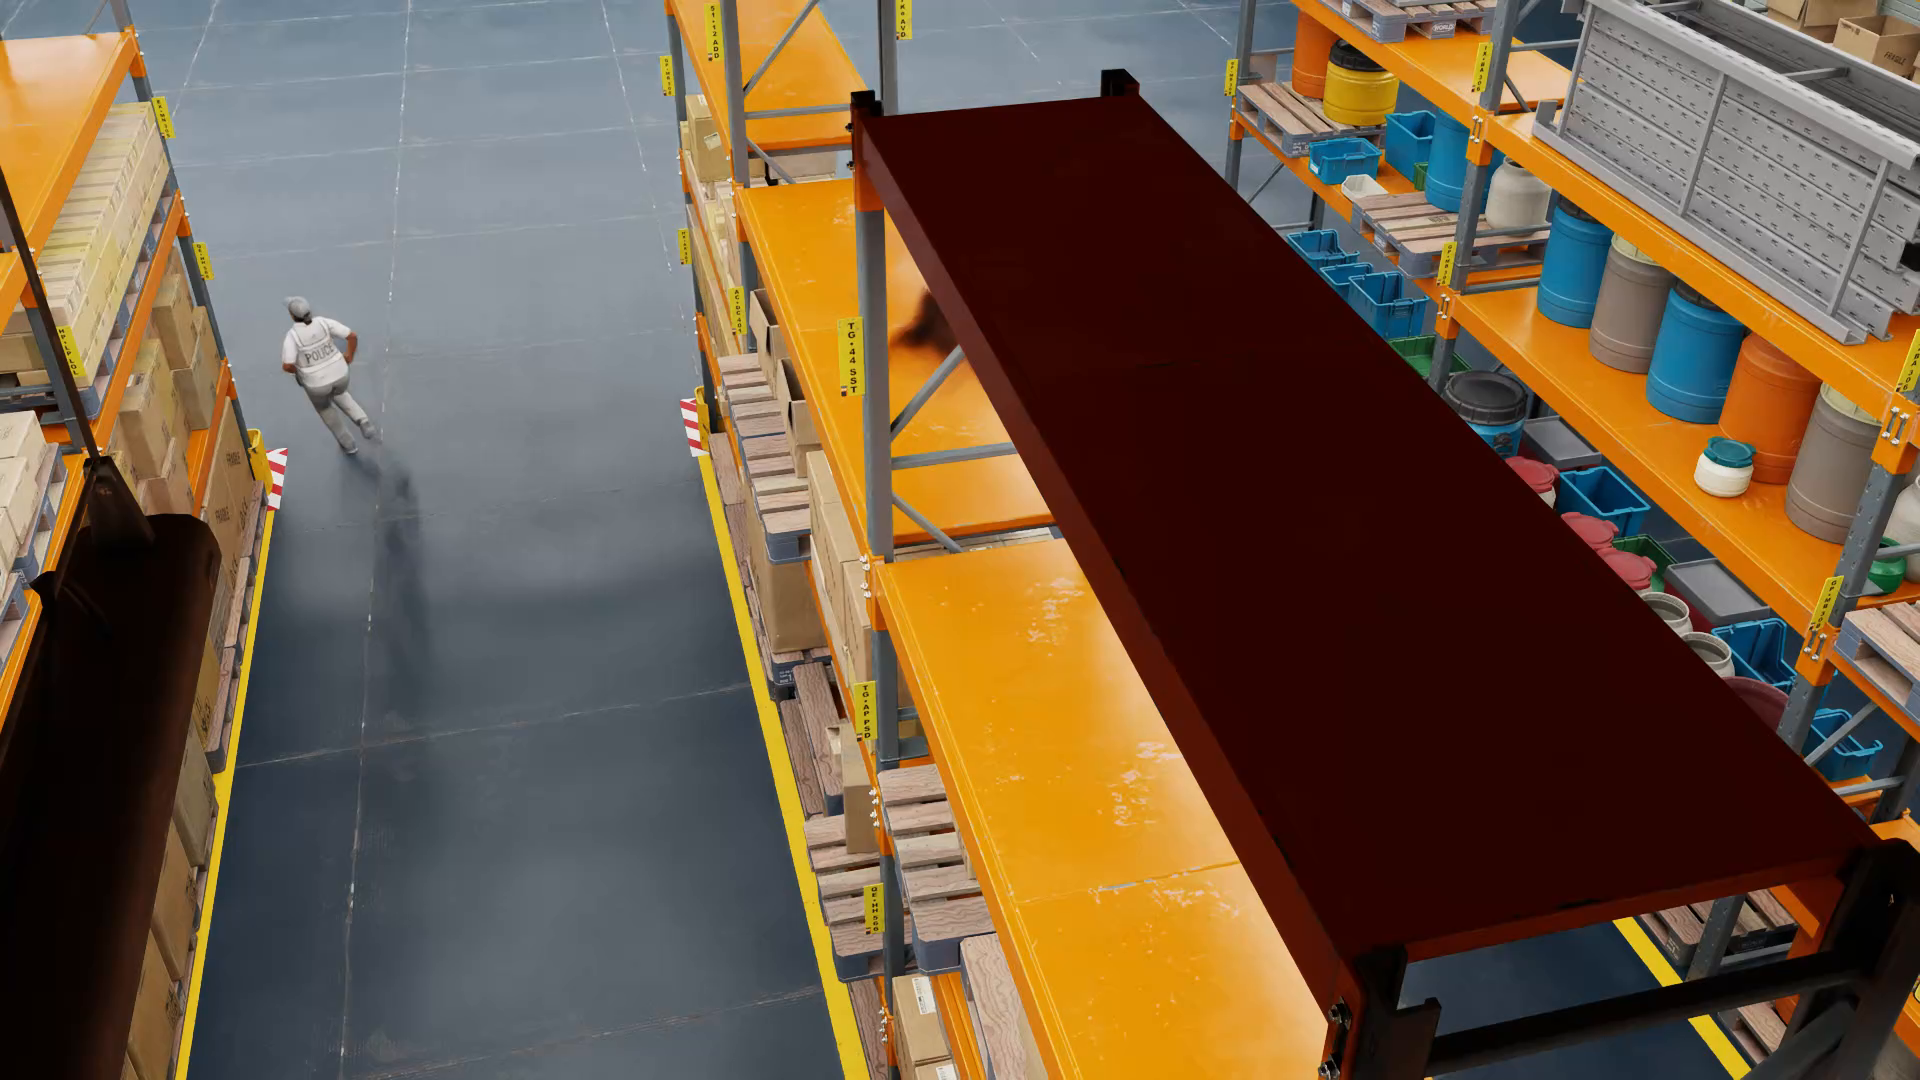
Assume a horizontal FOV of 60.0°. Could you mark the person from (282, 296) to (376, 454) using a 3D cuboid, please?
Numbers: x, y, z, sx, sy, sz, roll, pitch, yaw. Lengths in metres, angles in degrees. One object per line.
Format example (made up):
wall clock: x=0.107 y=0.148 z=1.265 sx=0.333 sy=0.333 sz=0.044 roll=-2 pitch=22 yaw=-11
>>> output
person: x=-5.706 y=-1.472 z=14.833 sx=0.499 sy=1.603 sz=0.656 roll=26 pitch=42 yaw=32
